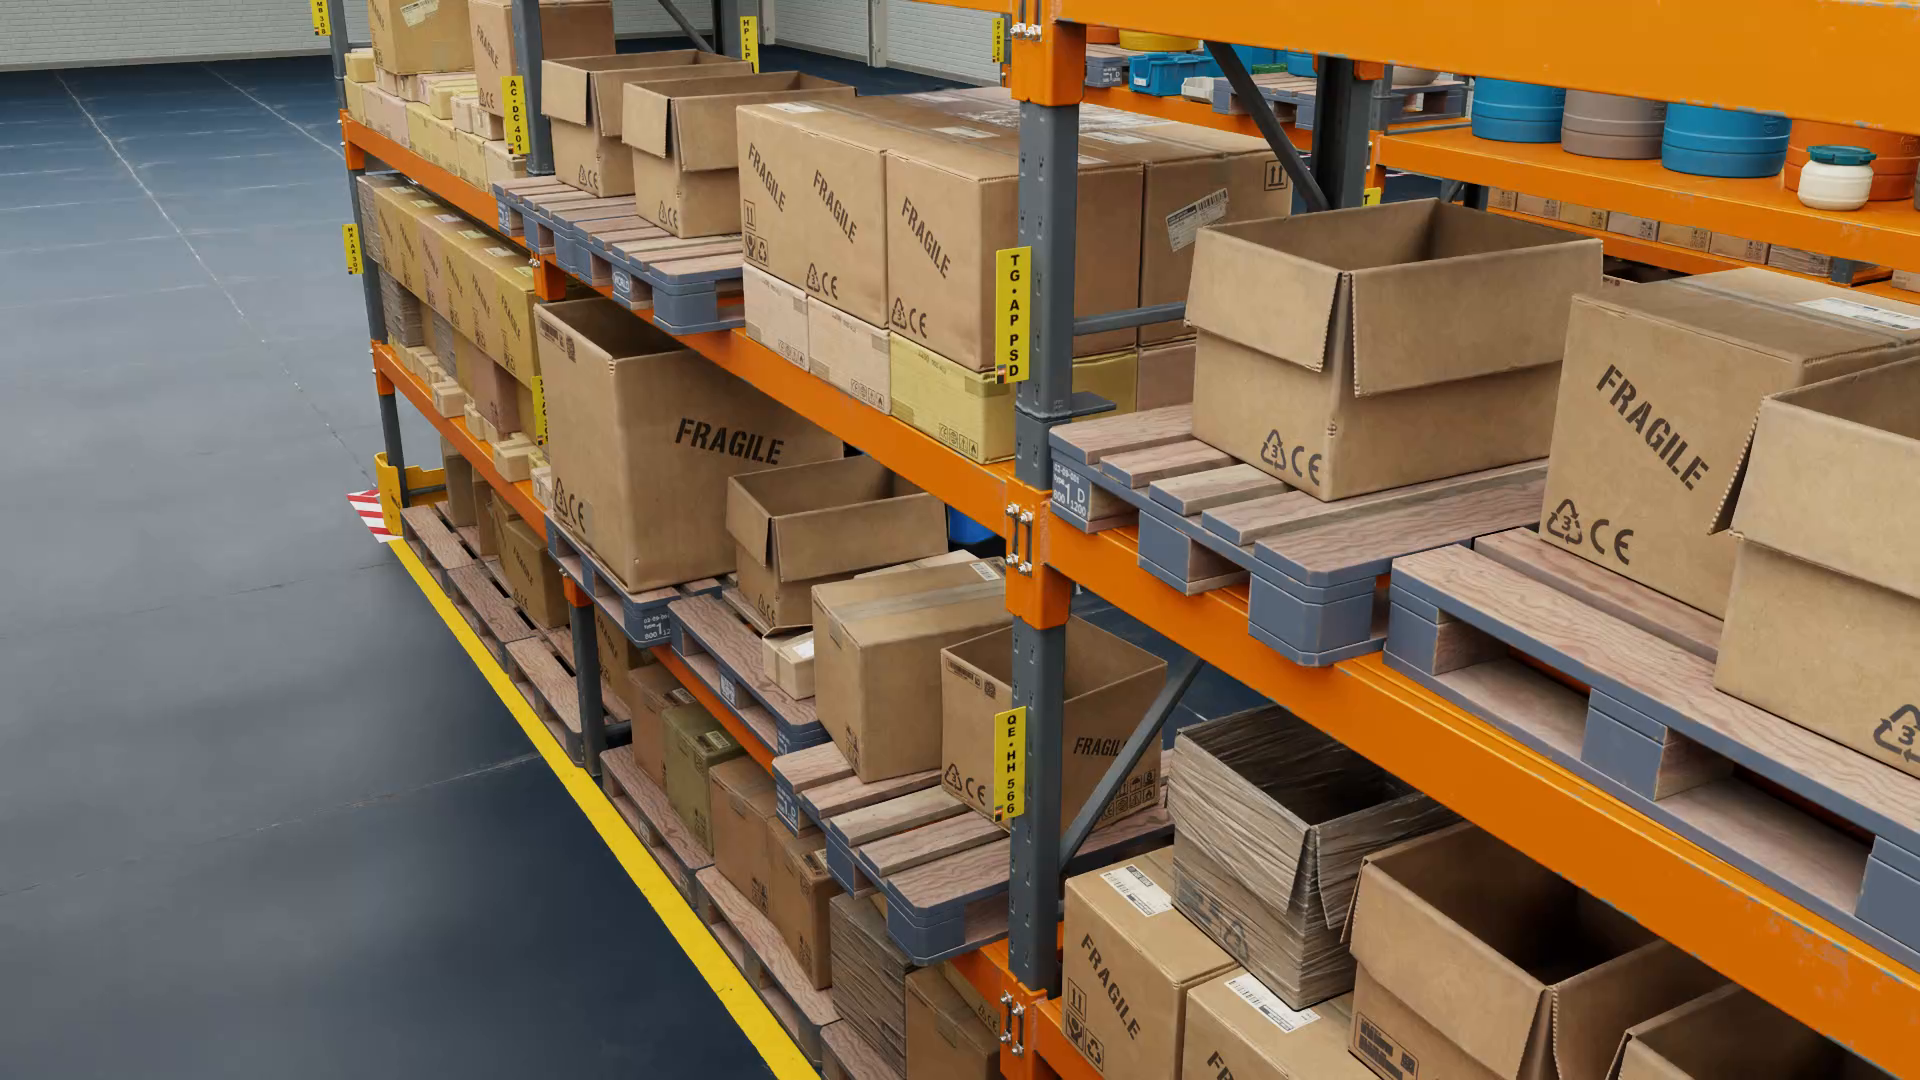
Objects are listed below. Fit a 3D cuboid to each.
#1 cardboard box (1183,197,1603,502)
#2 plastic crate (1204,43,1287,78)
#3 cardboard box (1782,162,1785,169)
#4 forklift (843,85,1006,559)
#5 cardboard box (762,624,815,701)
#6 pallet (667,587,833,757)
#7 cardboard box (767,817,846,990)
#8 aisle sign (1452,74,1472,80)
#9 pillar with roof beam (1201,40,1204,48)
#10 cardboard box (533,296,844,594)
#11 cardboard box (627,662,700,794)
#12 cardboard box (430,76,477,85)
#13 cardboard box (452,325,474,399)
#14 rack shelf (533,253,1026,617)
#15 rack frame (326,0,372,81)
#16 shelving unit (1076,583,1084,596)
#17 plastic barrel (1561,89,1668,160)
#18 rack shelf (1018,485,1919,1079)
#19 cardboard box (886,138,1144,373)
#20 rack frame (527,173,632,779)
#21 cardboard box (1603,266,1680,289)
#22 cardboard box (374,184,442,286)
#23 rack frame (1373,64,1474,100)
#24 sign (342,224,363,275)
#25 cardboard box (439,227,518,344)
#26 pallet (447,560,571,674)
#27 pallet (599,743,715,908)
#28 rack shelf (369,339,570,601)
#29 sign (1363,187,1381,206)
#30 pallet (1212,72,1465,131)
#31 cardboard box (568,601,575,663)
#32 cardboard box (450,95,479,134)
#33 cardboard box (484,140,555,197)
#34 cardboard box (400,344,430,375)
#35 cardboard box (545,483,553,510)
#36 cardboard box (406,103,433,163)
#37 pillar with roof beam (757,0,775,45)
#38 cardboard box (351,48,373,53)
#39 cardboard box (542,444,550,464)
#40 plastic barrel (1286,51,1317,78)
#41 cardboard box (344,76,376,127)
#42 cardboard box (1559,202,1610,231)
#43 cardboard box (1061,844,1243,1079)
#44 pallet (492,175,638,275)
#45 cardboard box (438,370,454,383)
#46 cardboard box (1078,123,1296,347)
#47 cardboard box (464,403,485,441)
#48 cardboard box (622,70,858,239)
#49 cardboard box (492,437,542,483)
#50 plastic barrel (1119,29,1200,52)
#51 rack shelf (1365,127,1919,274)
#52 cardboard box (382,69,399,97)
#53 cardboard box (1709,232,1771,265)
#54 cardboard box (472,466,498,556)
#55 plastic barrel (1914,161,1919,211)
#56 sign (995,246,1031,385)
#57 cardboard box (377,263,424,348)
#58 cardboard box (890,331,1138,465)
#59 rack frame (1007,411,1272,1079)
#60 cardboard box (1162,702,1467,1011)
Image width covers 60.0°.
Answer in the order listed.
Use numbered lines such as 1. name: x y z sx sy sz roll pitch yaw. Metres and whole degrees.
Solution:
1. cardboard box: 0.971 -0.458 3.777 0.797 0.503 0.637 -11 25 -25
2. plastic crate: 2.002 -3.375 11.669 0.392 0.384 0.575 -13 25 -28
3. cardboard box: 6.581 -3.162 13.251 0.700 0.500 0.500 -13 25 -28
4. forklift: -0.608 -1.576 11.297 1.130 2.935 3.031 -20 29 -39
5. cardboard box: -0.487 0.370 6.038 0.396 0.266 0.258 -13 26 -30
6. pallet: -0.449 0.446 6.485 1.003 0.211 1.213 -13 25 -28
7. cardboard box: -0.352 1.372 6.688 0.700 0.500 0.500 -10 24 -24
8. aisle sign: 4.732 -4.670 15.366 0.394 0.787 0.004 -13 25 -28
9. pillar with roof beam: 0.556 -10.233 24.537 9.100 9.000 0.400 -13 25 -28
10. cardboard box: -1.161 -0.493 7.186 1.000 1.000 1.000 -12 25 -28
11. cardboard box: -1.151 0.852 7.966 0.700 0.500 0.500 -15 26 -32
12. cardboard box: -2.600 -2.389 8.891 0.380 0.149 0.250 -14 26 -30
13. cardboard box: -2.410 -1.127 9.573 0.875 0.500 0.500 -13 25 -28
14. rack shelf: -0.424 -0.714 6.055 1.077 0.370 4.000 -13 25 -28
15. rack frame: -3.489 -4.379 10.133 1.000 3.000 0.127 -13 25 -28
16. shelving unit: 0.656 -0.305 10.468 0.258 1.200 0.503 -20 29 -39
17. plastic barrel: 3.592 -2.545 8.939 0.600 0.901 0.600 0 22 0
18. rack shelf: 1.619 0.581 2.869 1.077 0.370 4.000 -13 25 -28
19. cardboard box: 0.138 -0.784 4.475 0.500 0.500 0.500 -12 25 -27
20. rack frame: -1.446 -0.305 8.077 1.000 3.000 0.127 -13 25 -28
21. cardboard box: 5.876 -2.069 14.517 0.500 0.500 0.500 -13 25 -28
22. cardboard box: -3.193 -1.853 10.031 0.500 0.500 0.500 -13 25 -28
23. rack frame: 2.812 -4.036 9.291 1.000 3.000 0.127 -13 25 -28
24. sign: -3.956 -1.896 10.843 0.100 0.325 0.005 -13 25 -28
25. cardboard box: -2.424 -1.368 8.839 0.500 0.500 0.500 -13 25 -28
26. pallet: -2.447 0.381 10.093 1.003 0.211 1.213 -13 25 -28
27. pallet: -1.047 1.239 7.983 1.003 0.211 1.213 -13 25 -28
28. rack shelf: -2.468 -0.619 9.806 1.077 0.370 4.000 -13 25 -28
29. sign: 1.078 -0.780 4.471 0.100 0.325 0.005 -13 25 -28
30. pallet: 2.359 -2.774 10.420 1.213 0.211 1.003 -13 25 -28
31. cardboard box: -1.915 0.338 9.259 0.500 0.500 0.500 -5 23 -11
32. cardboard box: -2.284 -2.112 8.210 0.380 0.149 0.250 -13 26 -30
33. cardboard box: -1.903 -1.722 7.780 0.500 0.250 0.500 -12 25 -26
34. cardboard box: -3.323 -1.177 10.556 0.380 0.149 0.250 -13 25 -28
35. cardboard box: -1.809 -0.201 8.157 0.380 0.149 0.250 -13 25 -28
36. cardboard box: -2.677 -2.219 9.004 0.500 0.250 0.500 -12 25 -27
37. pillar with roof beam: -8.639 -16.060 38.872 9.100 9.000 0.400 -13 25 -28
38. cardboard box: -3.547 -2.971 10.323 0.380 0.149 0.250 -13 25 -29
39. cardboard box: -1.623 -0.646 8.390 0.875 0.500 0.500 -13 25 -28
40. plastic barrel: 2.396 -3.416 10.526 0.600 0.901 0.708 -13 25 -28
41. cardboard box: -3.466 -2.714 10.220 0.500 0.250 0.500 -12 25 -27
42. cardboard box: 5.777 -3.065 14.737 0.700 0.500 0.500 -12 25 -28
43. cardboard box: 0.612 1.154 4.357 0.500 0.500 0.500 -12 25 -27
44. pallet: -1.222 -1.387 7.006 1.213 0.211 1.003 -13 25 -28
45. cardboard box: -2.905 -0.942 9.978 0.380 0.149 0.250 -13 25 -28
46. cardboard box: 0.578 -0.879 4.710 0.500 0.500 0.500 -12 25 -28
47. cardboard box: -2.562 -0.690 9.358 0.380 0.149 0.250 -13 25 -28
48. cardboard box: -0.809 -1.461 6.243 0.797 0.503 0.637 -11 25 -26
49. cardboard box: -2.228 -0.436 8.734 0.380 0.149 0.250 -13 25 -28
50. plastic barrel: 1.460 -3.879 12.080 0.600 0.588 0.600 0 22 0
51. rack shelf: 3.834 -1.666 8.399 1.077 0.370 4.000 -13 25 -28
52. cardboard box: -3.065 -2.629 9.481 0.380 0.149 0.250 -13 25 -28
53. cardboard box: 6.565 -2.567 13.511 0.700 0.500 0.500 -13 25 -29
54. cardboard box: -2.850 -0.244 10.689 0.500 0.500 0.500 -6 23 -14
55. plastic barrel: 4.622 -1.892 7.333 0.600 0.901 0.600 0 22 0
56. sign: 0.130 -0.535 3.974 0.100 0.325 0.005 -13 25 -28
57. cardboard box: -3.232 -1.600 10.737 0.875 0.500 0.500 -13 25 -28
58. cardboard box: 0.143 -0.437 4.618 0.500 0.250 0.500 -13 25 -28
59. rack frame: 0.597 0.990 4.892 1.000 3.000 0.127 -13 25 -28
60. cardboard box: 0.957 0.719 4.094 0.797 0.503 0.637 -12 25 -26
